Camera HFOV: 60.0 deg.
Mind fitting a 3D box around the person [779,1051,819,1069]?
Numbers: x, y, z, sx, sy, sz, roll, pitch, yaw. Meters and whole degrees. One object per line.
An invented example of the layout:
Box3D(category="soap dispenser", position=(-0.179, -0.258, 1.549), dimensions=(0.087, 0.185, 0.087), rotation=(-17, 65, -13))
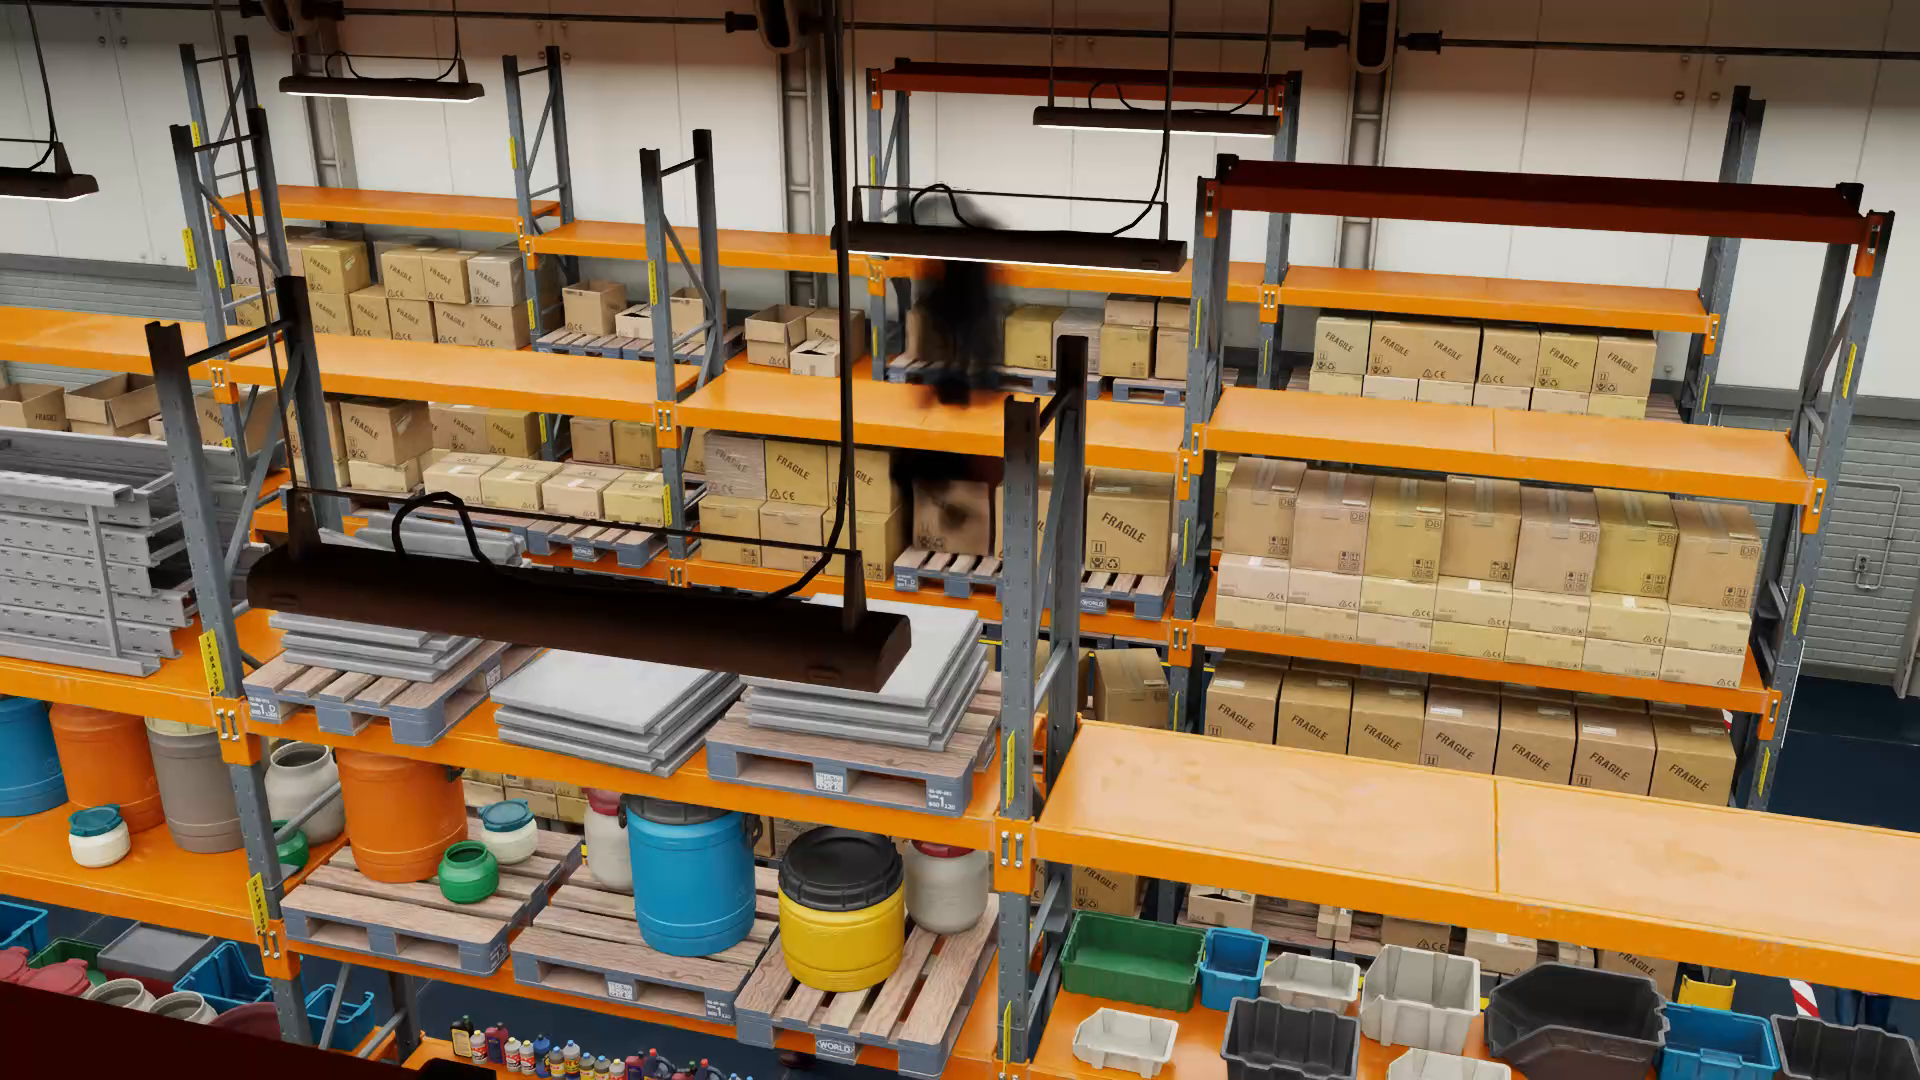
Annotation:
Box3D(category="person", position=(-1.049, 2.993, 11.501), dimensions=(0.560, 1.590, 0.595), rotation=(3, 23, 7))

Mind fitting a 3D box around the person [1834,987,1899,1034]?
Box3D(category="person", position=(6.158, 3.041, 11.406), dimensions=(0.601, 1.547, 0.869), rotation=(20, 30, 39))
